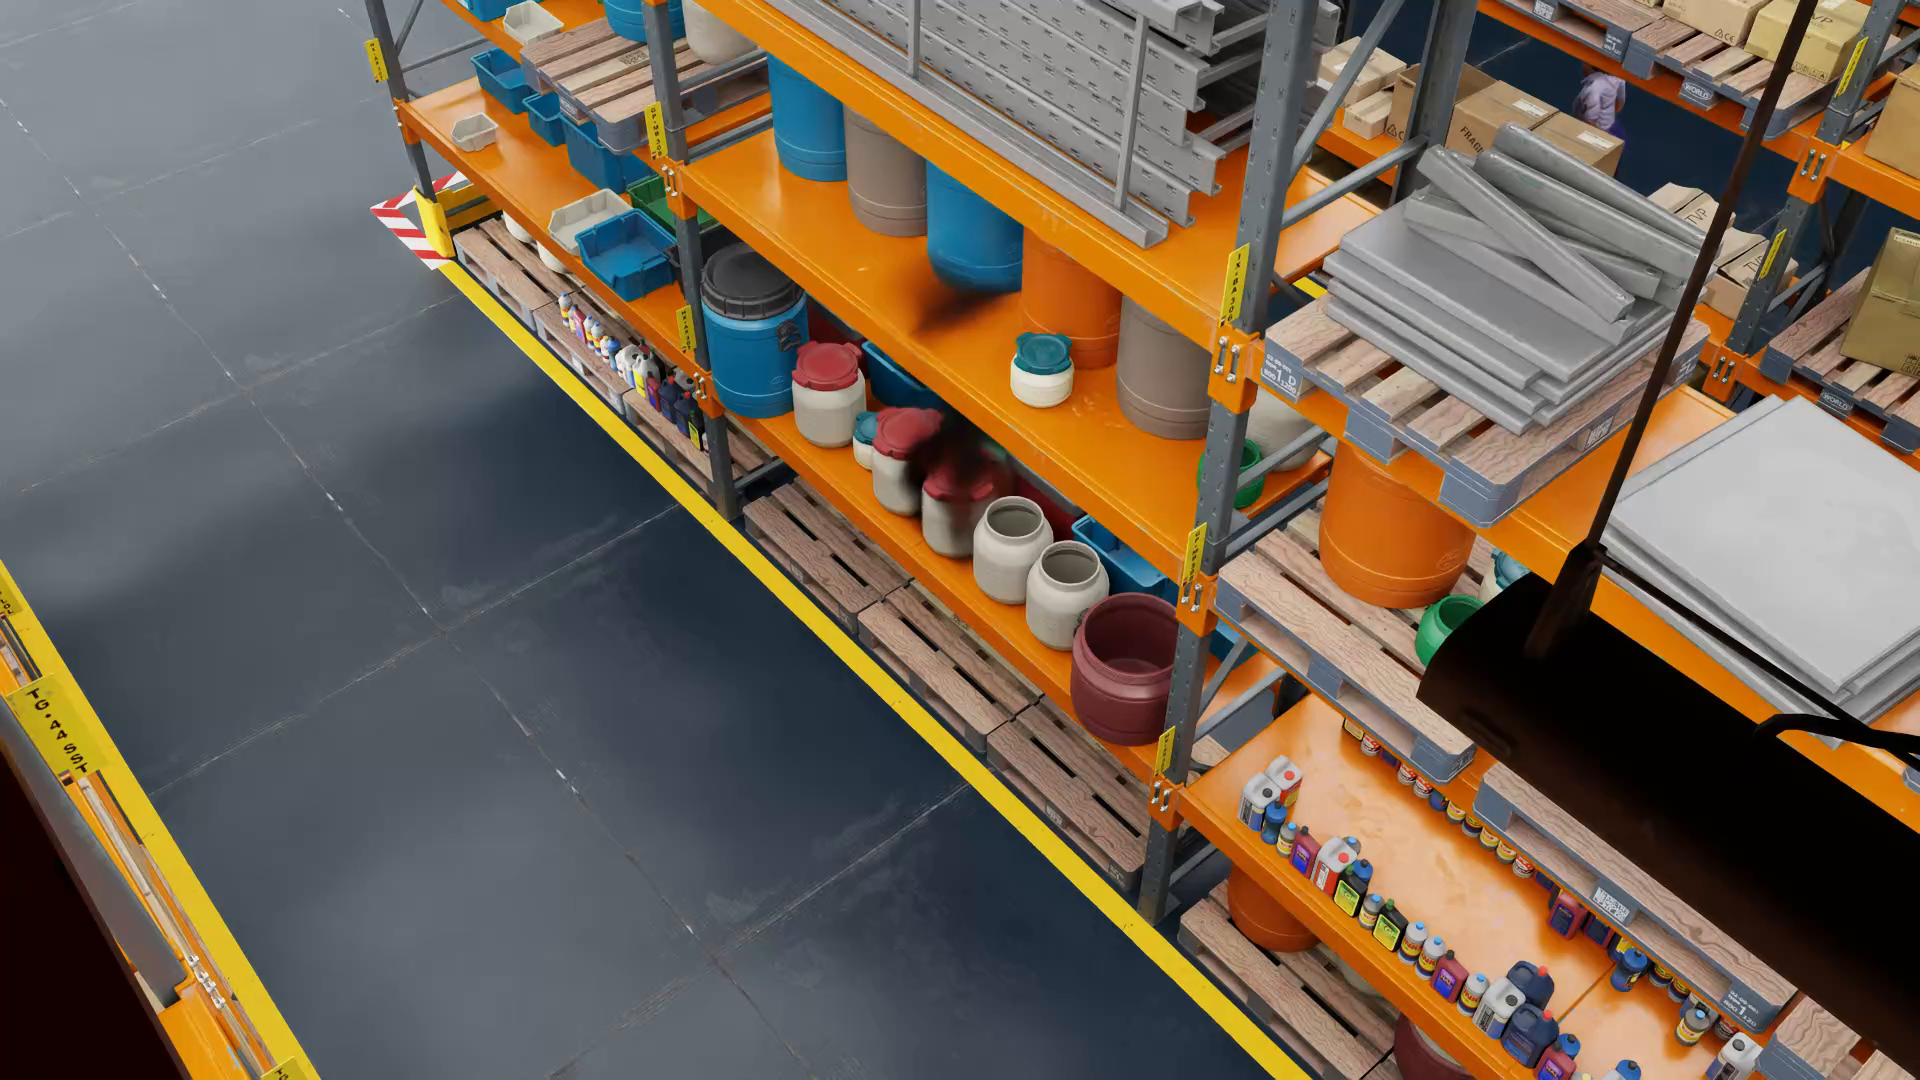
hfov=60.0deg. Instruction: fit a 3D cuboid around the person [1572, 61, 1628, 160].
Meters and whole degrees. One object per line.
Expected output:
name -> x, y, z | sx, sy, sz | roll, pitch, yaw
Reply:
person -> 4.944, -2.977, 12.745 | 0.774, 1.549, 0.609 | 28, 52, 24
